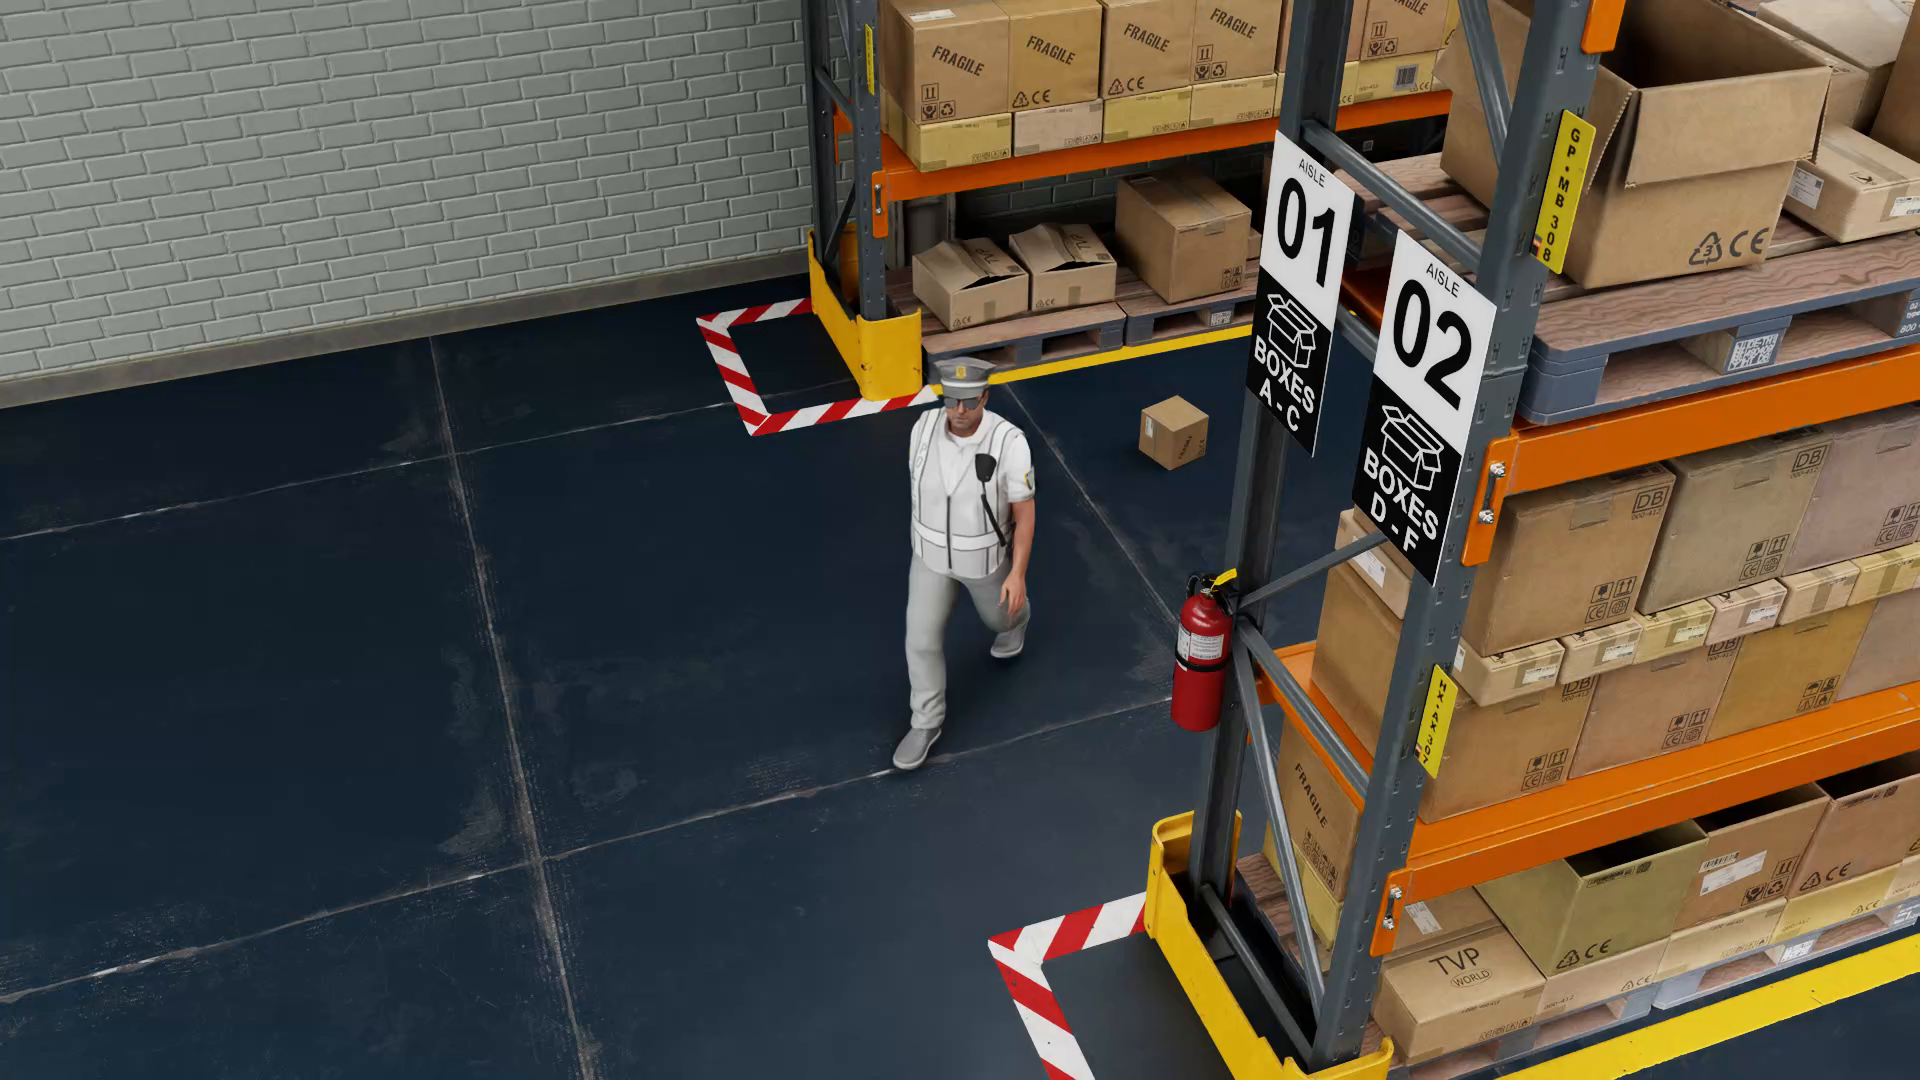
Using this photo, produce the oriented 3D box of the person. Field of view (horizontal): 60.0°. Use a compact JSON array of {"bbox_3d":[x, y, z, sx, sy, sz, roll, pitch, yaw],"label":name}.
[{"bbox_3d":[0.028,0.023,6.733,0.564,1.724,1.031,10,39,12],"label":"person"}]
